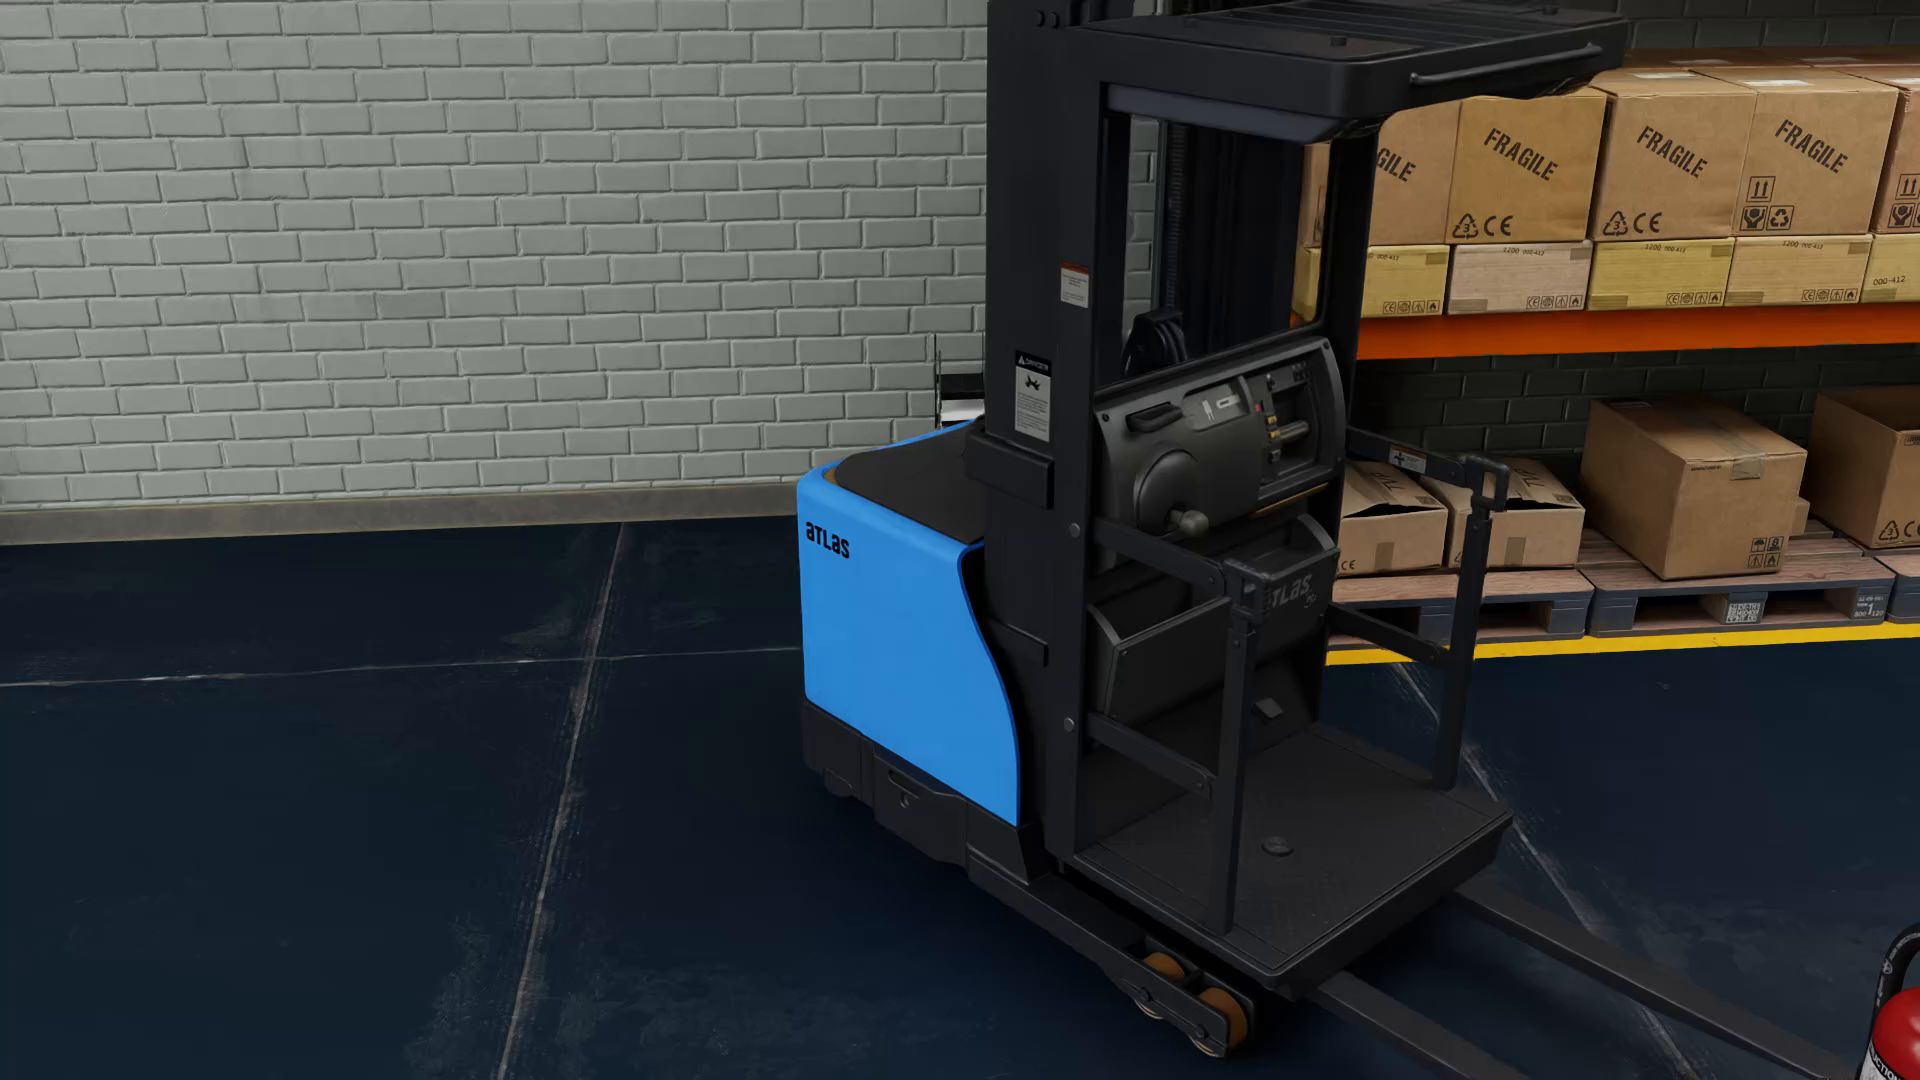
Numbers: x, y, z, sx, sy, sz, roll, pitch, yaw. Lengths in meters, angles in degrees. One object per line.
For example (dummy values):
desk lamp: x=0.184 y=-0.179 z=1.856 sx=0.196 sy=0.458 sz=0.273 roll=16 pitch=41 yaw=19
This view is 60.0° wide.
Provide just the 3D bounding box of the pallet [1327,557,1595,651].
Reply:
pallet: x=1.766 y=0.106 z=6.751 sx=1.213 sy=0.211 sz=1.003 roll=-2 pitch=24 yaw=-5

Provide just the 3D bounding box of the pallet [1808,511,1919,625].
pallet: x=4.194 y=0.009 z=6.971 sx=1.213 sy=0.211 sz=1.003 roll=-2 pitch=24 yaw=-5

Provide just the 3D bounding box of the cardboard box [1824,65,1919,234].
cardboard box: x=3.421 y=-1.408 z=5.962 sx=0.500 sy=0.500 sz=0.500 roll=-3 pitch=24 yaw=-7

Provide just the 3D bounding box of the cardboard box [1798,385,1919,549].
cardboard box: x=3.830 y=-0.308 z=6.785 sx=0.500 sy=0.500 sz=0.500 roll=-4 pitch=24 yaw=-9

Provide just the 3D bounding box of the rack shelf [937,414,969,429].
rack shelf: x=0.008 y=-0.463 z=7.045 sx=0.200 sy=0.077 sz=0.258 roll=-2 pitch=24 yaw=-5

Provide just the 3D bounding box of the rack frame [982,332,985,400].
rack frame: x=0.109 y=-0.416 z=7.077 sx=0.006 sy=0.900 sz=0.240 roll=-2 pitch=24 yaw=-5

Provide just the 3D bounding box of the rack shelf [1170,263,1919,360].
rack shelf: x=2.869 y=-0.898 z=6.463 sx=4.000 sy=0.370 sz=1.077 roll=-2 pitch=24 yaw=-5

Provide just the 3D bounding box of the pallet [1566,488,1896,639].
pallet: x=2.977 y=0.059 z=6.858 sx=1.213 sy=0.211 sz=1.003 roll=-2 pitch=24 yaw=-5

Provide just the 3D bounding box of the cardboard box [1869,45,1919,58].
cardboard box: x=3.856 y=-1.636 z=6.475 sx=0.500 sy=0.500 sz=0.500 roll=-2 pitch=24 yaw=-5

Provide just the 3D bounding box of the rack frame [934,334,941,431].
rack frame: x=-0.093 y=-0.407 z=7.059 sx=0.006 sy=0.900 sz=0.240 roll=-2 pitch=24 yaw=-5

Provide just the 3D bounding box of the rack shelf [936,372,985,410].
rack shelf: x=0.008 y=-0.628 z=6.972 sx=0.200 sy=0.077 sz=0.258 roll=-2 pitch=24 yaw=-5

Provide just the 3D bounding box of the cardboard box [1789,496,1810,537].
cardboard box: x=3.265 y=-0.149 z=6.861 sx=0.250 sy=0.149 sz=0.380 roll=-4 pitch=24 yaw=-9

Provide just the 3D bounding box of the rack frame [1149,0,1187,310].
rack frame: x=0.878 y=-1.147 z=6.137 sx=0.127 sy=3.000 sz=1.000 roll=-2 pitch=24 yaw=-5

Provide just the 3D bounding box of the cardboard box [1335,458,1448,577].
cardboard box: x=1.576 y=-0.111 z=6.574 sx=0.500 sy=0.311 sz=0.500 roll=-5 pitch=24 yaw=-11

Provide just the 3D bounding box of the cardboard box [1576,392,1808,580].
cardboard box: x=2.878 y=-0.229 z=6.608 sx=0.500 sy=0.500 sz=0.700 roll=-4 pitch=24 yaw=-8

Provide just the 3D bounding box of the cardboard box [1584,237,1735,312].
cardboard box: x=2.418 y=-1.023 z=6.019 sx=0.500 sy=0.250 sz=0.500 roll=-3 pitch=24 yaw=-6

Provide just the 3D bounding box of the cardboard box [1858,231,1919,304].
cardboard box: x=3.422 y=-1.063 z=6.108 sx=0.500 sy=0.250 sz=0.500 roll=-2 pitch=24 yaw=-5

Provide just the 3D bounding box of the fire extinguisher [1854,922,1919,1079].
fire extinguisher: x=1.206 y=0.707 z=2.060 sx=0.183 sy=0.674 sz=0.296 roll=-2 pitch=24 yaw=-5

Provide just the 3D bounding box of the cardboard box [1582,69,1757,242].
cardboard box: x=2.391 y=-1.362 z=5.857 sx=0.500 sy=0.500 sz=0.500 roll=-3 pitch=24 yaw=-7

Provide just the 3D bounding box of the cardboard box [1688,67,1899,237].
cardboard box: x=2.903 y=-1.387 z=5.914 sx=0.500 sy=0.500 sz=0.500 roll=-2 pitch=24 yaw=-3

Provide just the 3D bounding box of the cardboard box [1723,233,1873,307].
cardboard box: x=2.921 y=-1.042 z=6.062 sx=0.500 sy=0.250 sz=0.500 roll=-2 pitch=24 yaw=-5

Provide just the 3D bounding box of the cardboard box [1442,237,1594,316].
cardboard box: x=1.911 y=-1.005 z=5.979 sx=0.500 sy=0.250 sz=0.500 roll=-3 pitch=24 yaw=-7

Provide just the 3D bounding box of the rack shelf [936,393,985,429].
rack shelf: x=0.008 y=-0.546 z=7.008 sx=0.200 sy=0.077 sz=0.258 roll=-2 pitch=24 yaw=-5

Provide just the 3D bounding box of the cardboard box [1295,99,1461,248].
cardboard box: x=1.383 y=-1.328 z=5.781 sx=0.500 sy=0.500 sz=0.500 roll=-2 pitch=24 yaw=-5

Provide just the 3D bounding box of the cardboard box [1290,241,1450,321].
cardboard box: x=1.395 y=-0.979 z=5.919 sx=0.500 sy=0.250 sz=0.500 roll=-3 pitch=24 yaw=-7

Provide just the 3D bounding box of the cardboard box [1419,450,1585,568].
cardboard box: x=2.143 y=-0.133 z=6.626 sx=0.500 sy=0.311 sz=0.500 roll=0 pitch=24 yaw=-1

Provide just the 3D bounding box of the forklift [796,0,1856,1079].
forklift: x=0.841 y=-0.250 z=4.203 sx=1.130 sy=2.935 sz=3.031 roll=-20 pitch=31 yaw=-38

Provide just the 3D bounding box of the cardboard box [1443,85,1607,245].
cardboard box: x=1.876 y=-1.344 z=5.816 sx=0.500 sy=0.500 sz=0.500 roll=-2 pitch=24 yaw=-5

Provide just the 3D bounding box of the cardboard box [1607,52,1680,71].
cardboard box: x=2.343 y=-1.573 z=6.334 sx=0.500 sy=0.500 sz=0.500 roll=-3 pitch=24 yaw=-7

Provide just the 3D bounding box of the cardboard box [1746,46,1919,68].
cardboard box: x=3.359 y=-1.619 z=6.436 sx=0.500 sy=0.500 sz=0.500 roll=-2 pitch=24 yaw=-4

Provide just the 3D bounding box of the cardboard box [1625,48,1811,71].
cardboard box: x=2.844 y=-1.594 z=6.379 sx=0.500 sy=0.500 sz=0.500 roll=-2 pitch=24 yaw=-4

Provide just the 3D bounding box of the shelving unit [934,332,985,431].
shelving unit: x=0.008 y=-0.412 z=7.068 sx=0.210 sy=0.900 sz=0.258 roll=-2 pitch=24 yaw=-5
